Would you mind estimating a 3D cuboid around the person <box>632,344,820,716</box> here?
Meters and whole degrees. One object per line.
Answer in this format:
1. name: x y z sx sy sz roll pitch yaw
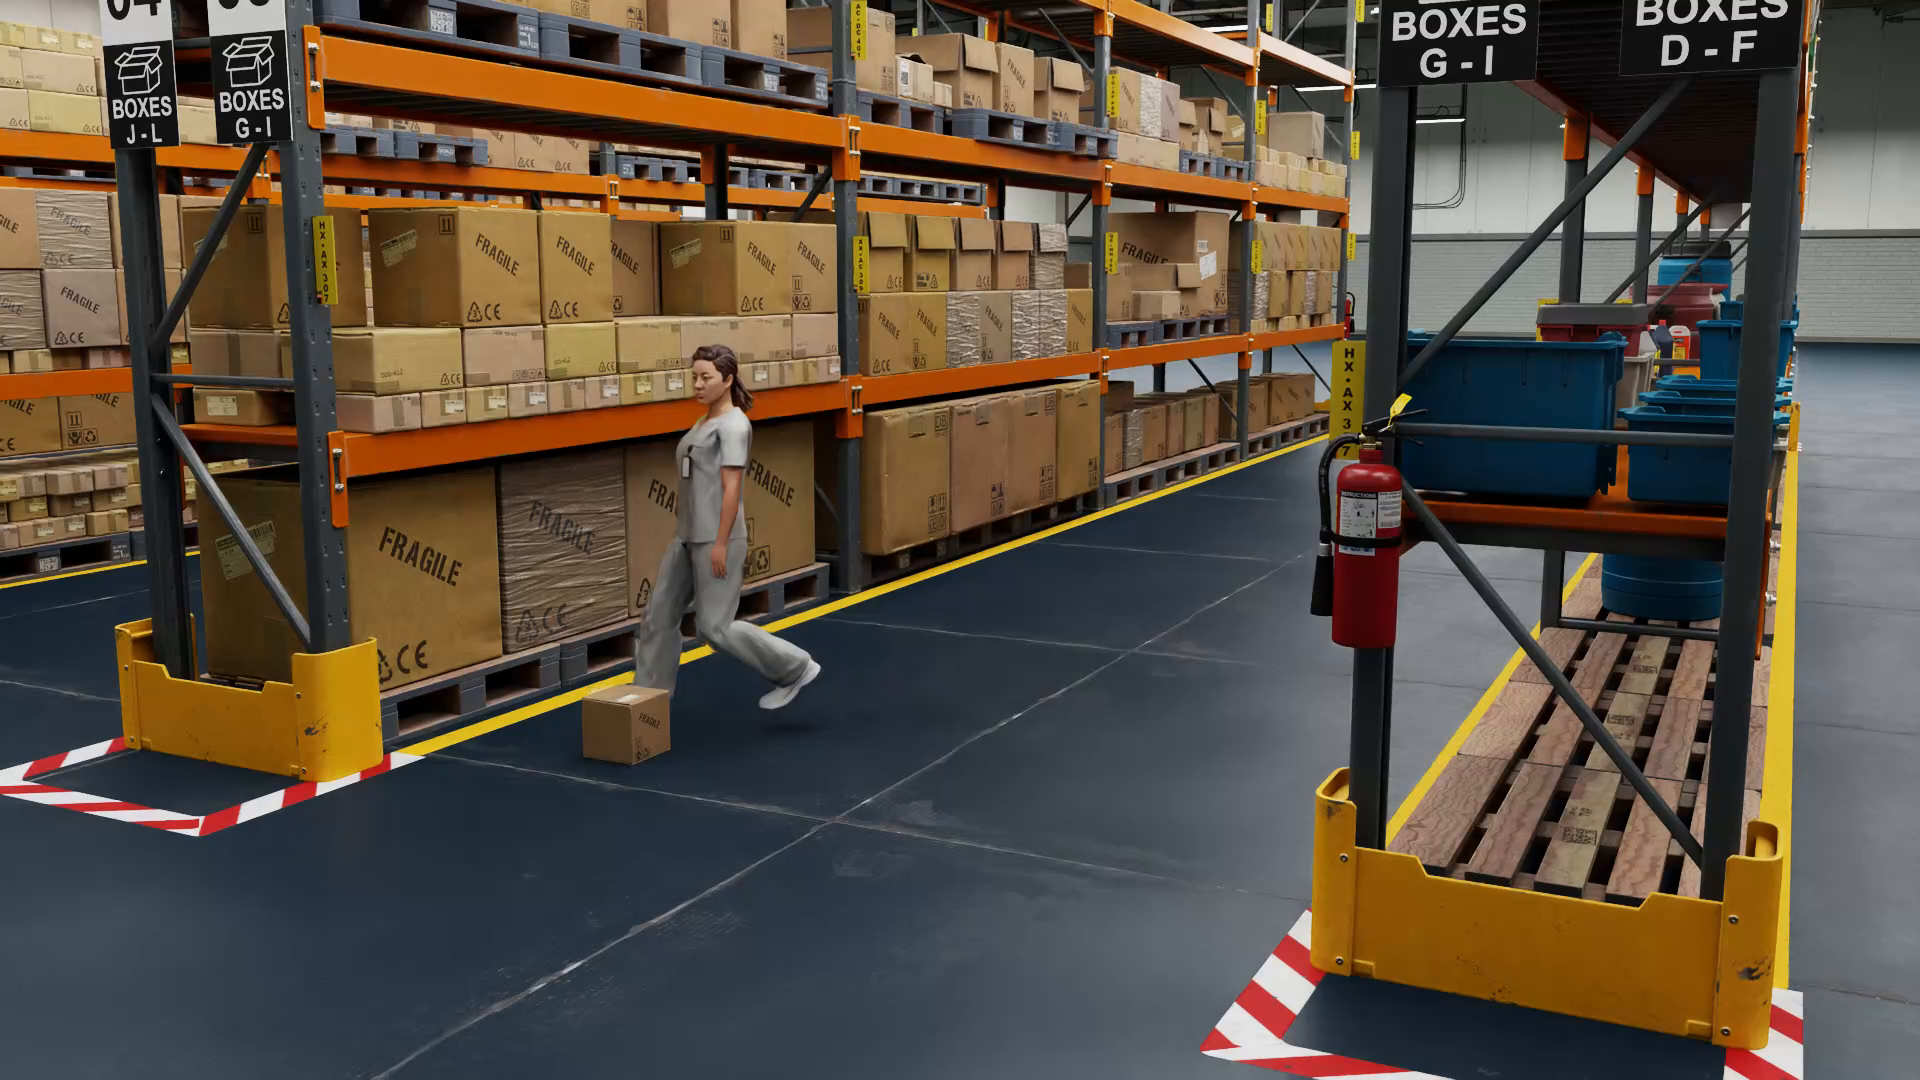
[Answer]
1. person: -1.077 -0.002 6.991 0.918 1.629 0.458 -5 11 -30
